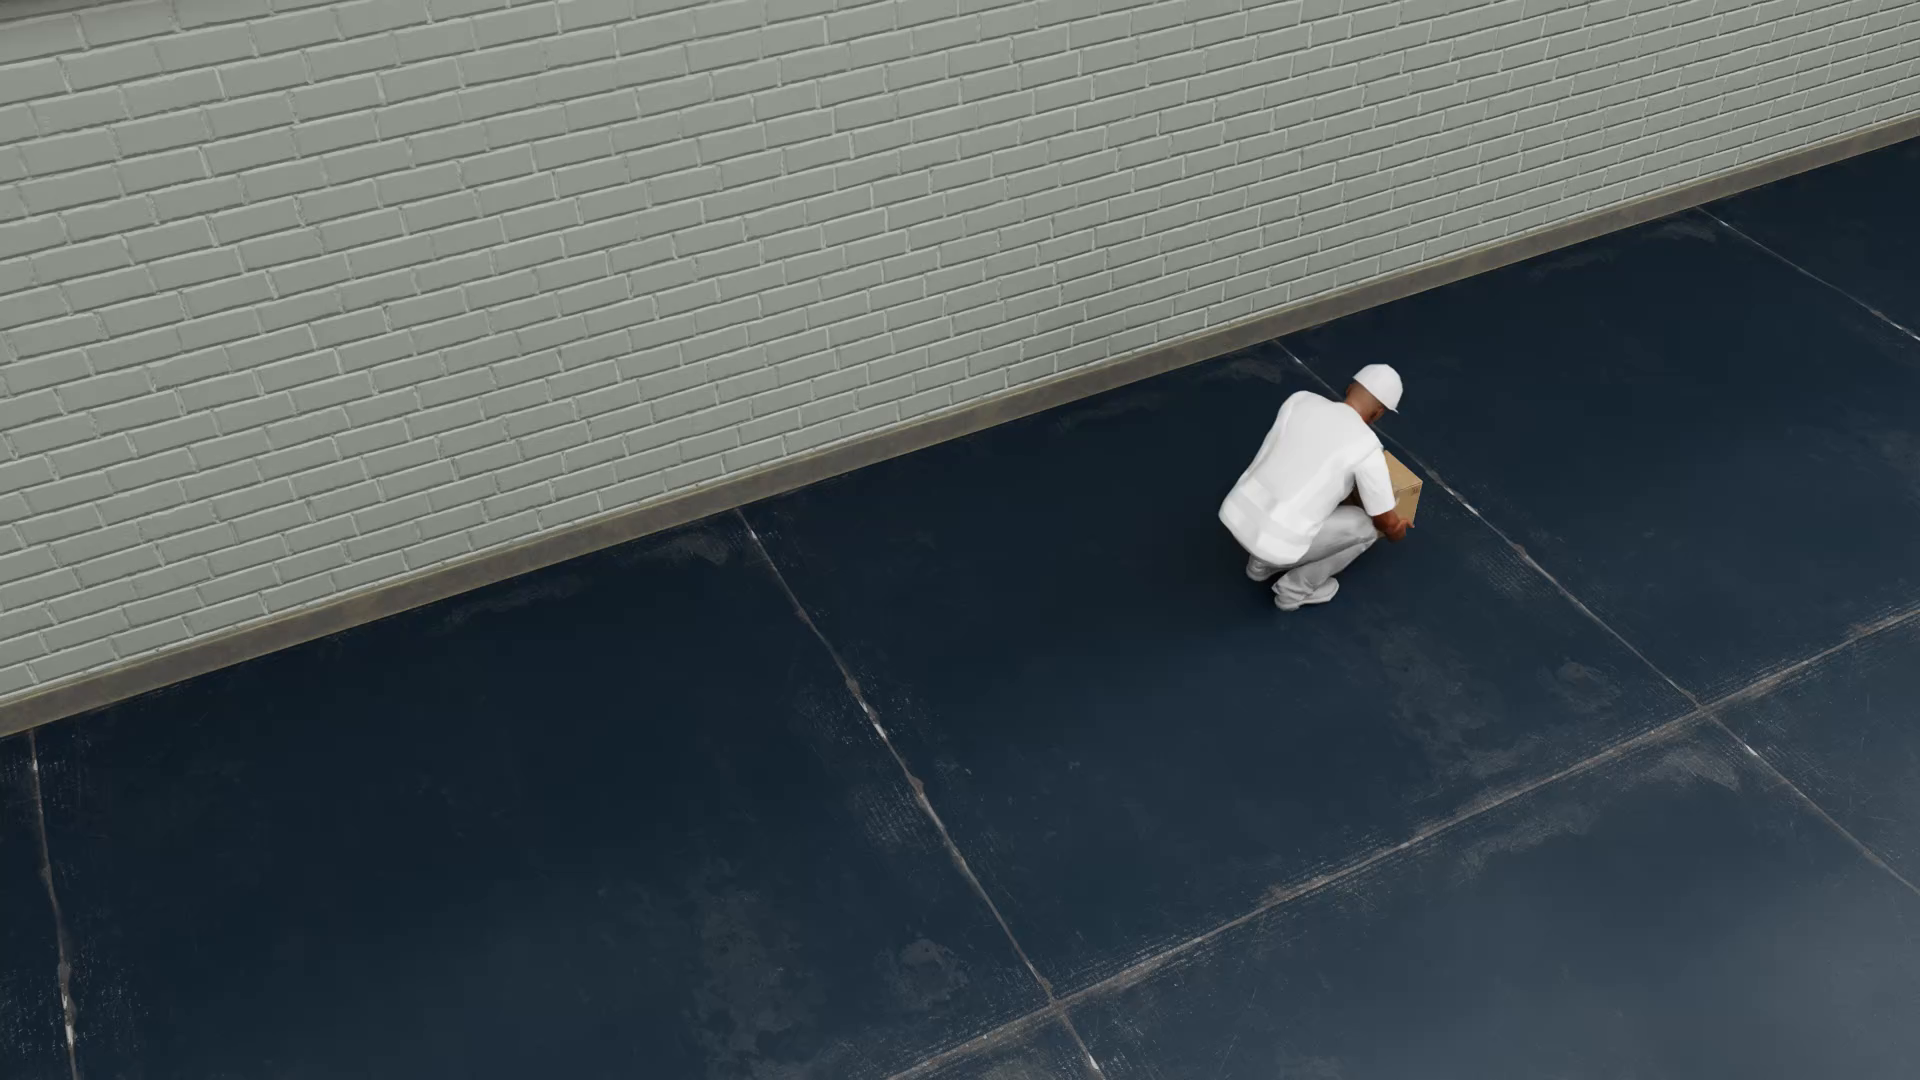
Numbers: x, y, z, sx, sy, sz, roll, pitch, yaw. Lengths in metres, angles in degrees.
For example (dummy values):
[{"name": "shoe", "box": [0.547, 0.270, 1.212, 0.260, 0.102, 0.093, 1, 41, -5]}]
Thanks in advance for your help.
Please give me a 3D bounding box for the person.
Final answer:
[{"name": "person", "box": [1.511, -0.227, 6.994, 0.865, 0.999, 0.588, -19, 45, -21]}]
